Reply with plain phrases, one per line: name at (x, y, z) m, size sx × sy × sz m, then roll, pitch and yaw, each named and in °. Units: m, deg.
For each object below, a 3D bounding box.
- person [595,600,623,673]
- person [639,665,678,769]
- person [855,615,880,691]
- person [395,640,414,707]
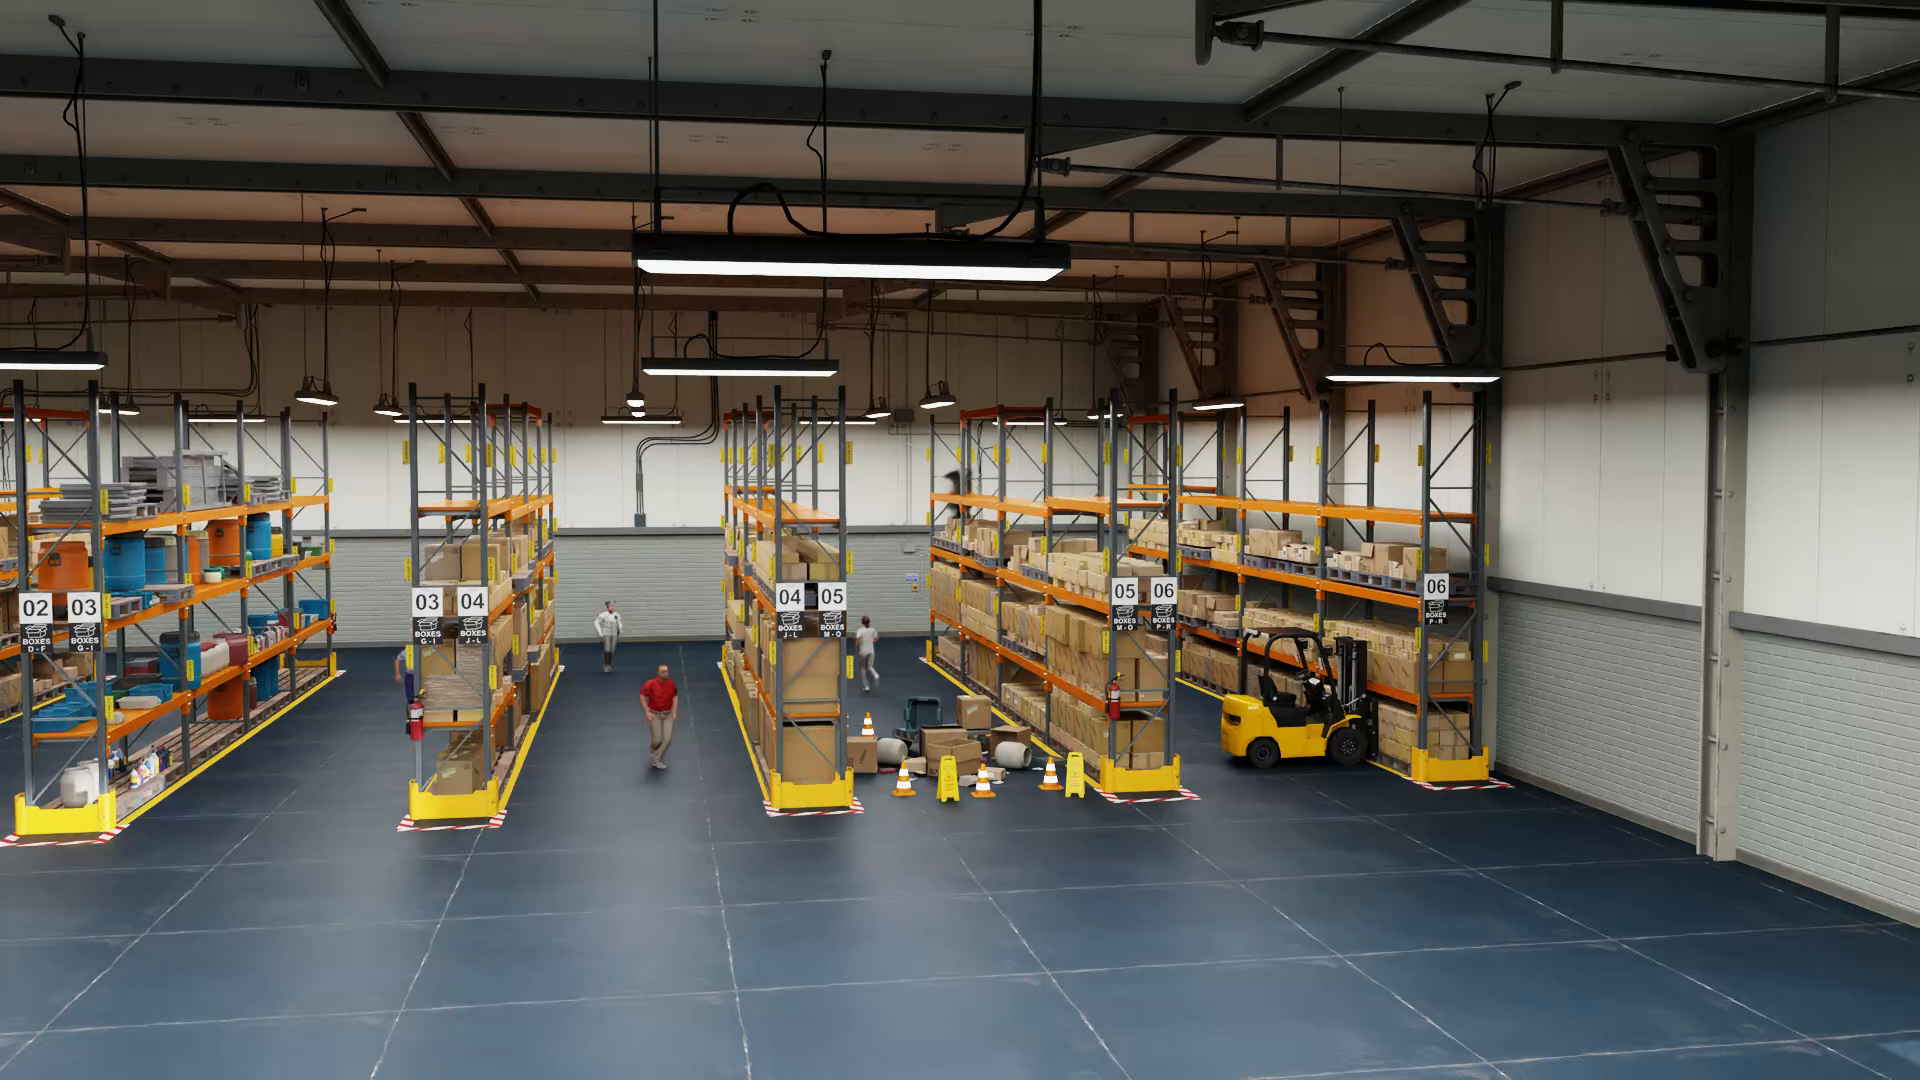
person at (-8.067, 2.222, 38.295) m, size 0.618 × 1.684 × 0.702 m, roll -1°, pitch 3°, yaw -25°
person at (-4.834, 2.824, 26.699) m, size 0.659 × 1.676 × 0.566 m, roll -2°, pitch 3°, yaw -30°
person at (-1.962, 2.413, 35.215) m, size 0.573 × 1.626 × 0.724 m, roll -2°, pitch 3°, yaw -29°
person at (-10.248, 2.627, 31.246) m, size 0.673 × 1.595 × 0.527 m, roll -1°, pitch 3°, yaw -18°
